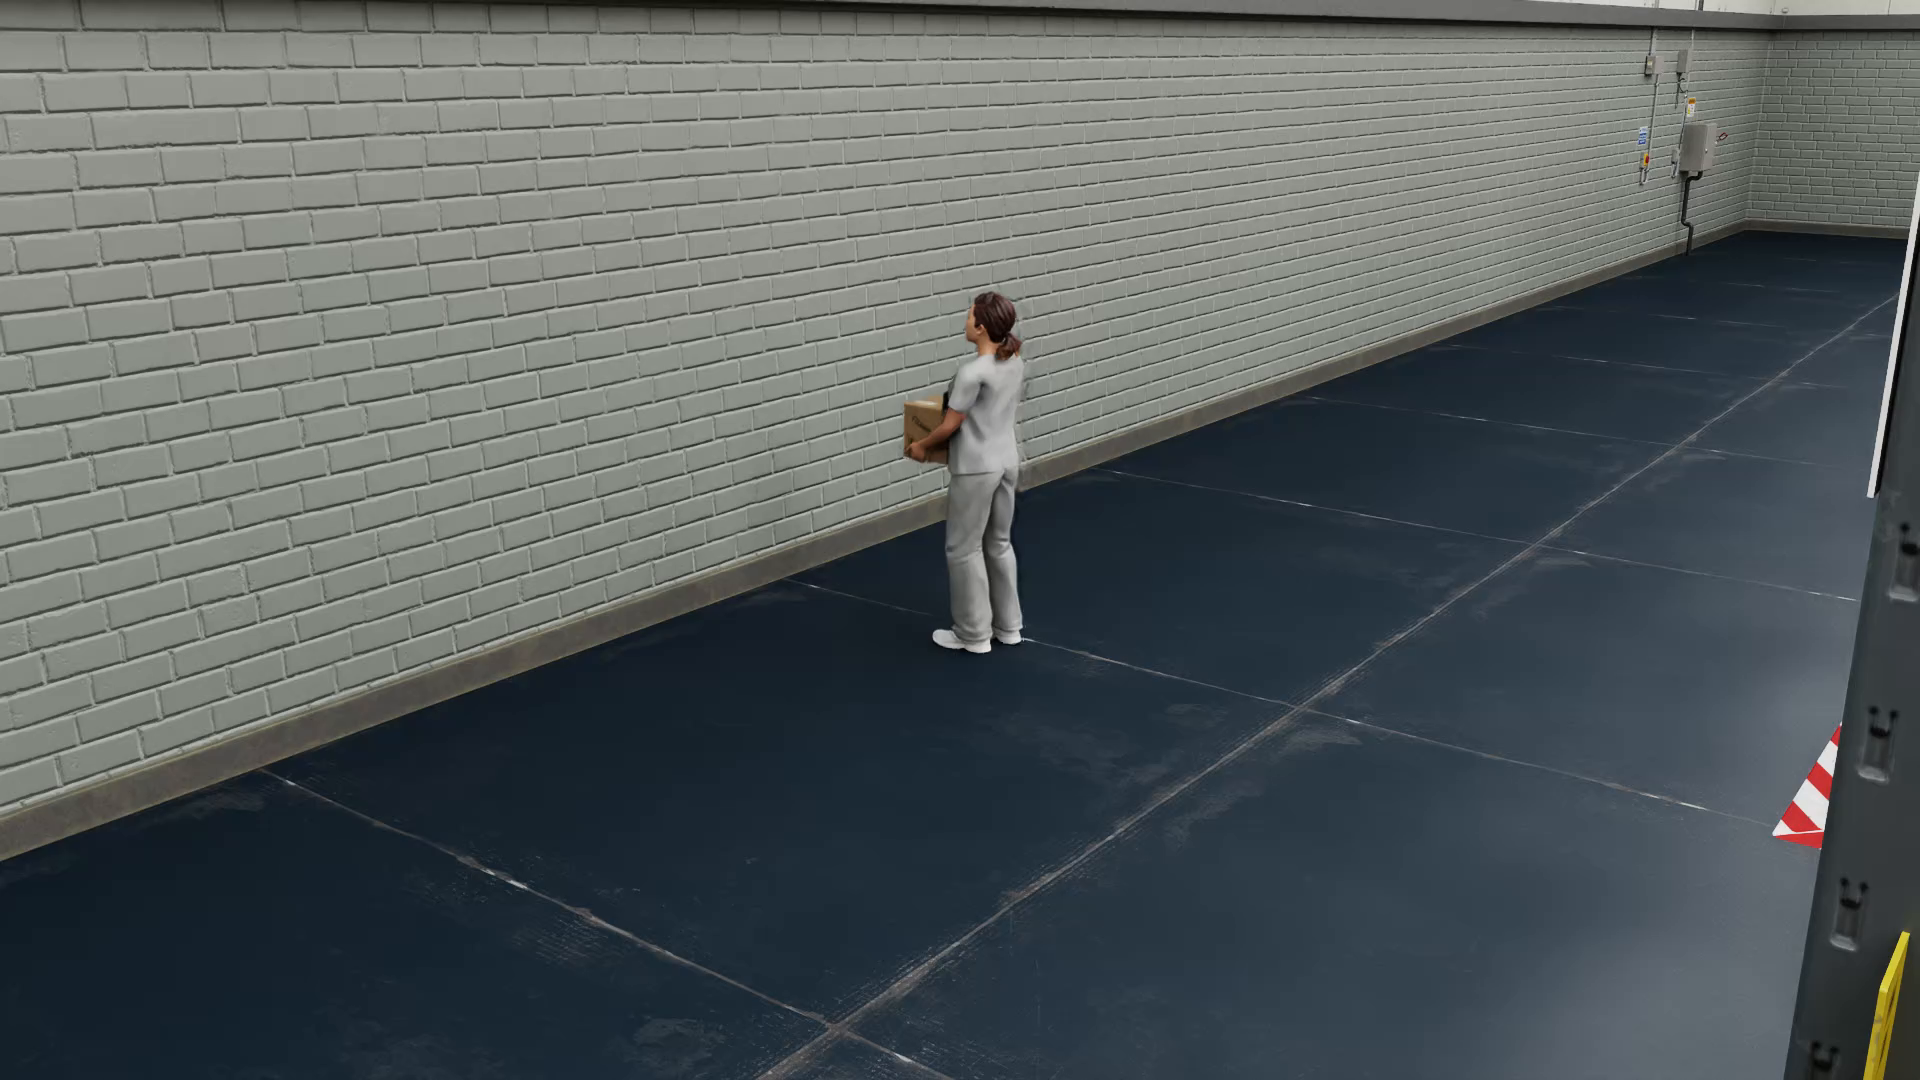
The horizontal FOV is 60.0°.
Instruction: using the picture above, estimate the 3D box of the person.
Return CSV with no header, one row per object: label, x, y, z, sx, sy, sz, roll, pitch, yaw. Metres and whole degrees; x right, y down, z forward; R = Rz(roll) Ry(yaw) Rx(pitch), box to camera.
person,0.041,-0.307,7.576,0.548,1.669,0.443,12,20,34
